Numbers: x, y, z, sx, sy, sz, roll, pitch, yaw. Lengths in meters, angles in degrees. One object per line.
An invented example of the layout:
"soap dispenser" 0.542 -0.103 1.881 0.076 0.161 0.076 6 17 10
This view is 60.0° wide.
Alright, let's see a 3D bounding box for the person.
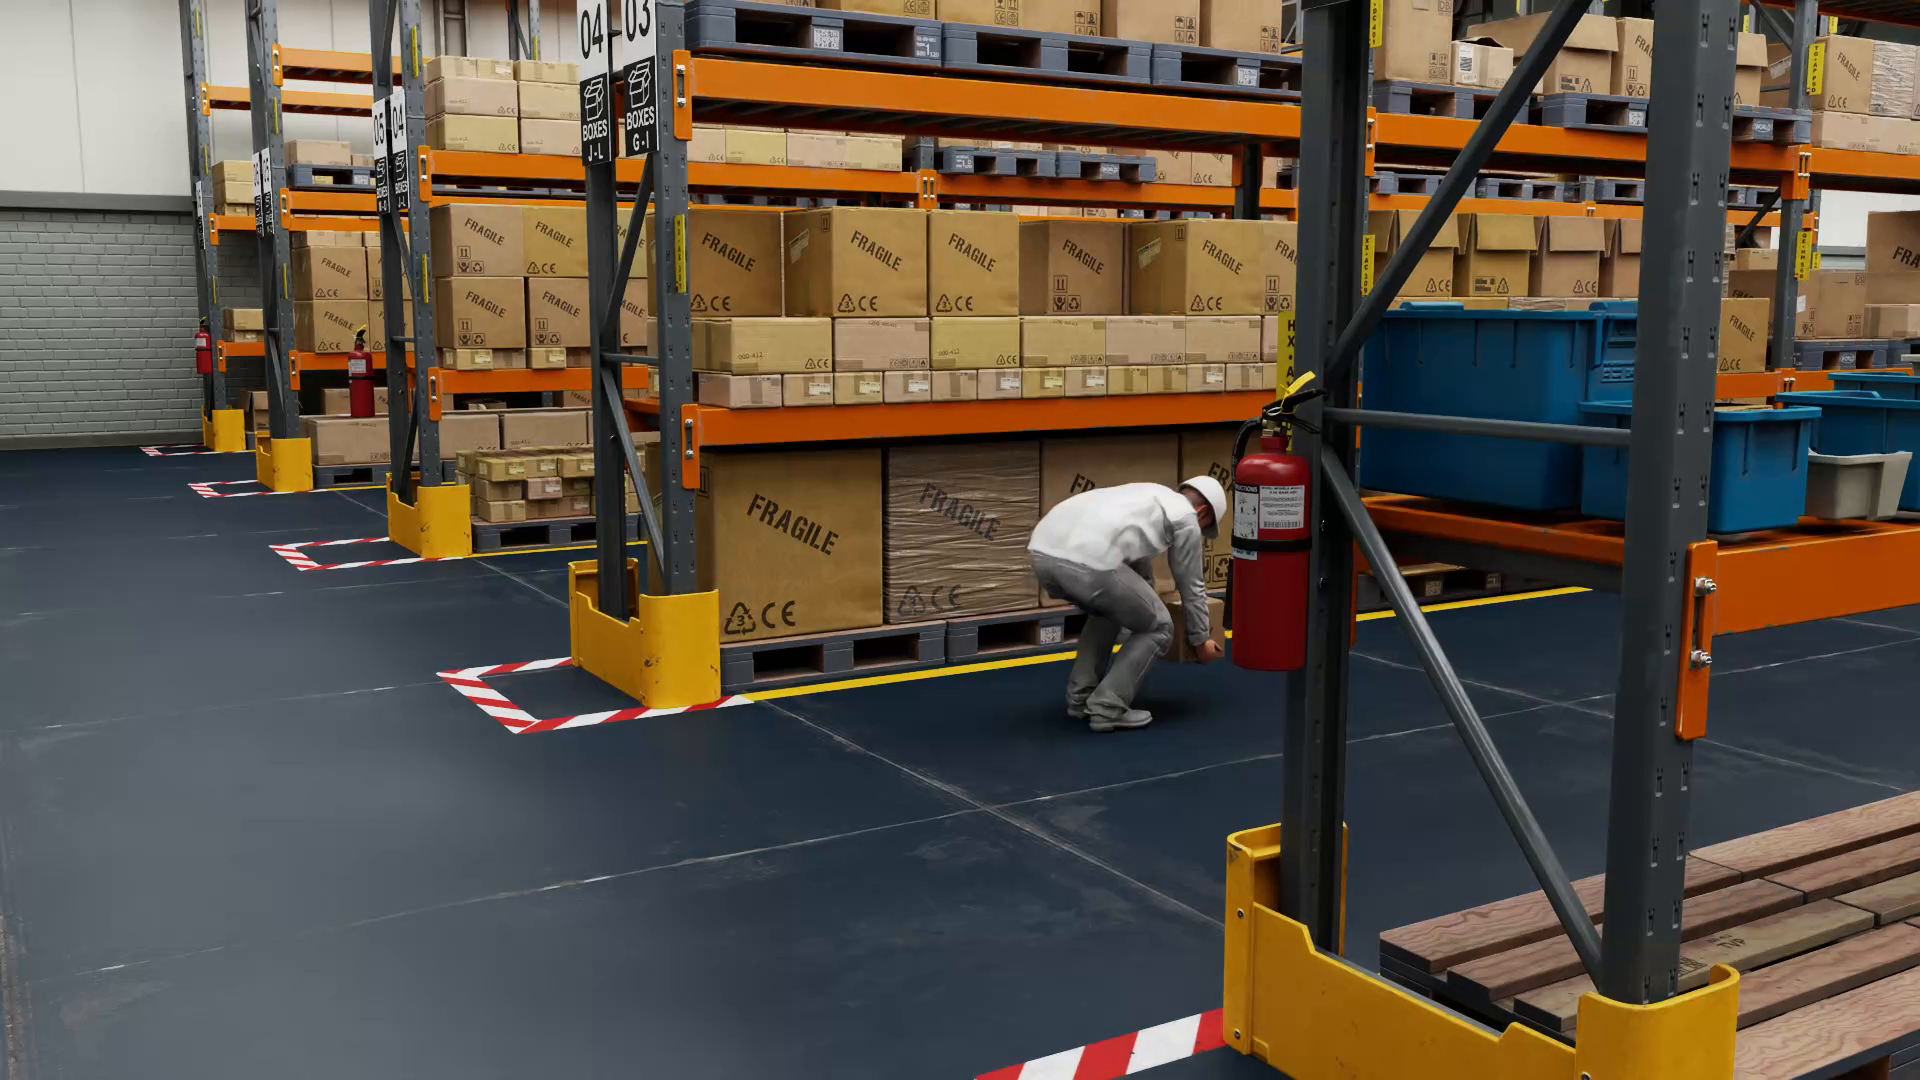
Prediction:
"person" 0.758 0.256 7.126 0.995 1.014 0.502 -5 10 -34
